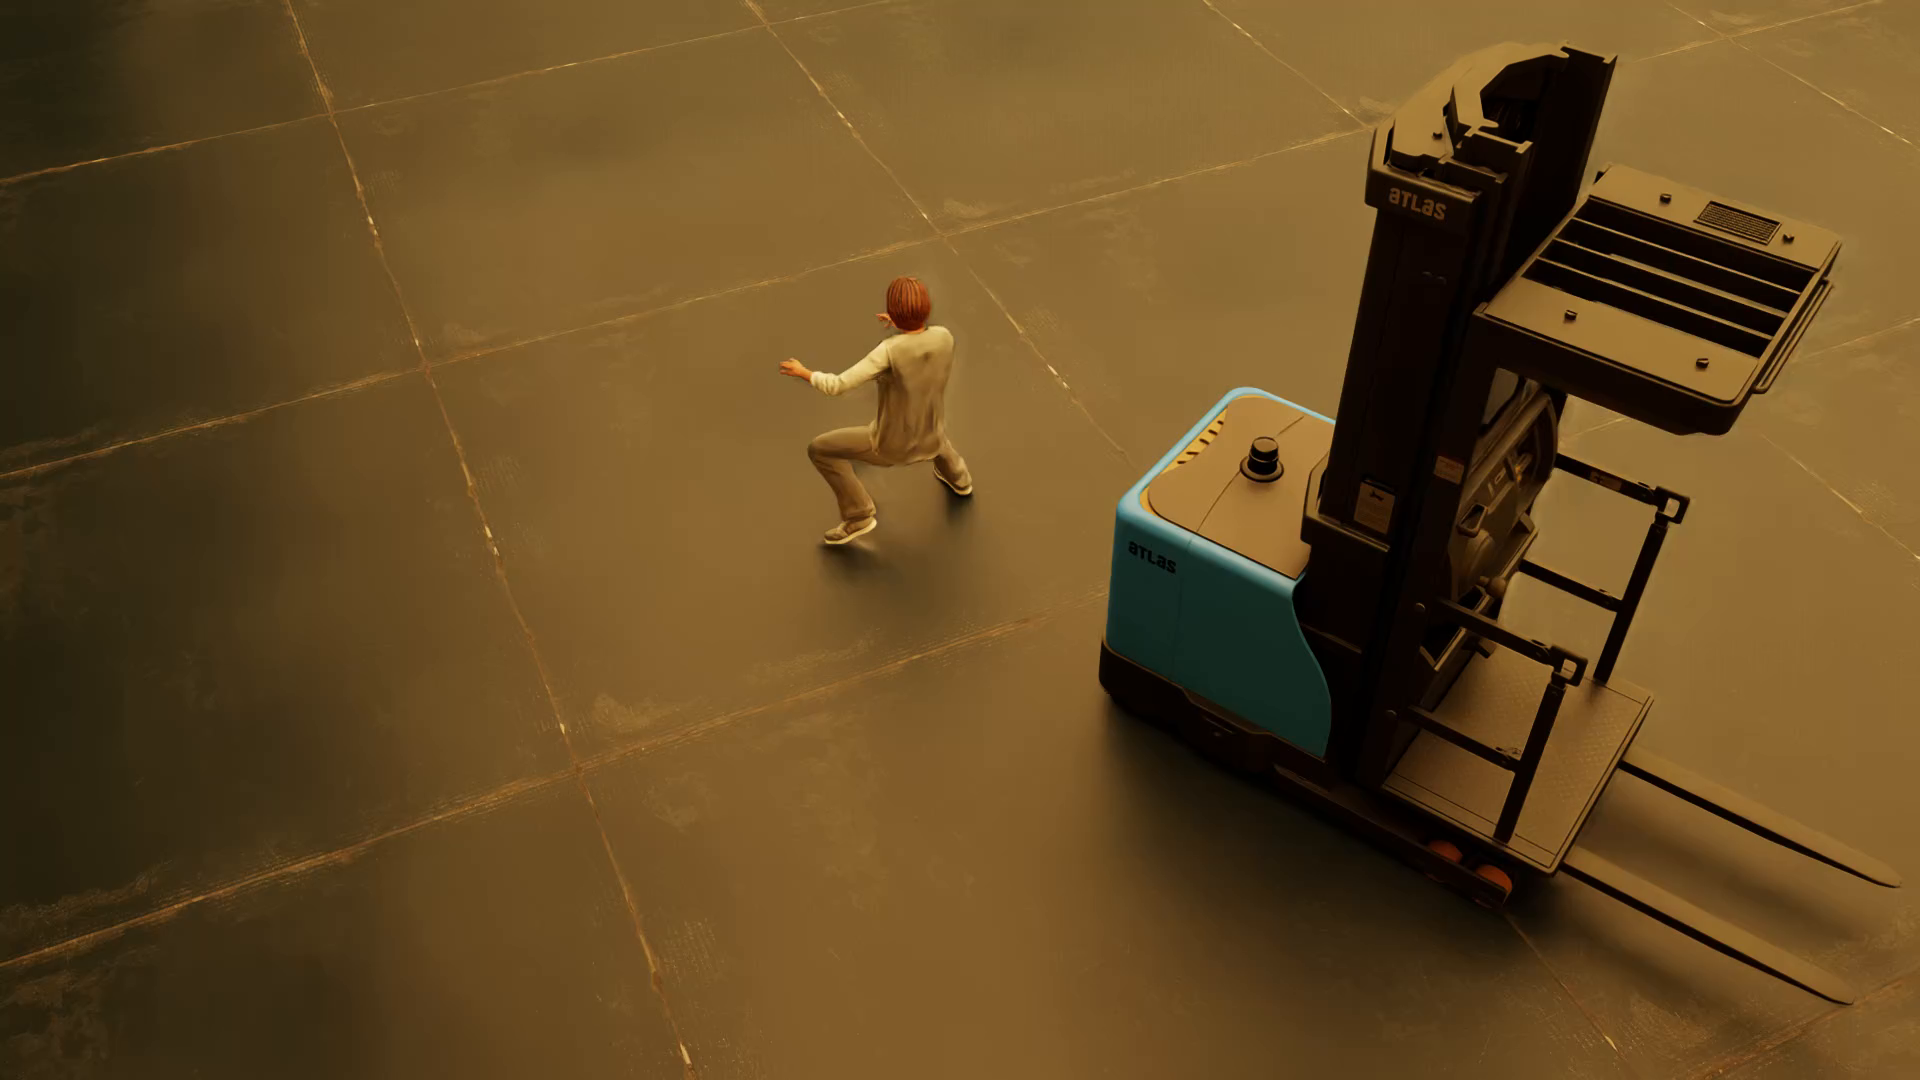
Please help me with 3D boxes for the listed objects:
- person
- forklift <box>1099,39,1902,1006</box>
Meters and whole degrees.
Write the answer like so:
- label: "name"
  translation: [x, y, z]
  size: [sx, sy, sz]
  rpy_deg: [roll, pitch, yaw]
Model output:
- label: "person"
  translation: [-0.326, -0.613, 7.474]
  size: [0.871, 1.376, 0.678]
  rpy_deg: [-23, 48, -23]
- label: "forklift"
  translation: [2.078, -0.090, 5.777]
  size: [3.031, 2.935, 1.130]
  rpy_deg: [27, 49, 26]
